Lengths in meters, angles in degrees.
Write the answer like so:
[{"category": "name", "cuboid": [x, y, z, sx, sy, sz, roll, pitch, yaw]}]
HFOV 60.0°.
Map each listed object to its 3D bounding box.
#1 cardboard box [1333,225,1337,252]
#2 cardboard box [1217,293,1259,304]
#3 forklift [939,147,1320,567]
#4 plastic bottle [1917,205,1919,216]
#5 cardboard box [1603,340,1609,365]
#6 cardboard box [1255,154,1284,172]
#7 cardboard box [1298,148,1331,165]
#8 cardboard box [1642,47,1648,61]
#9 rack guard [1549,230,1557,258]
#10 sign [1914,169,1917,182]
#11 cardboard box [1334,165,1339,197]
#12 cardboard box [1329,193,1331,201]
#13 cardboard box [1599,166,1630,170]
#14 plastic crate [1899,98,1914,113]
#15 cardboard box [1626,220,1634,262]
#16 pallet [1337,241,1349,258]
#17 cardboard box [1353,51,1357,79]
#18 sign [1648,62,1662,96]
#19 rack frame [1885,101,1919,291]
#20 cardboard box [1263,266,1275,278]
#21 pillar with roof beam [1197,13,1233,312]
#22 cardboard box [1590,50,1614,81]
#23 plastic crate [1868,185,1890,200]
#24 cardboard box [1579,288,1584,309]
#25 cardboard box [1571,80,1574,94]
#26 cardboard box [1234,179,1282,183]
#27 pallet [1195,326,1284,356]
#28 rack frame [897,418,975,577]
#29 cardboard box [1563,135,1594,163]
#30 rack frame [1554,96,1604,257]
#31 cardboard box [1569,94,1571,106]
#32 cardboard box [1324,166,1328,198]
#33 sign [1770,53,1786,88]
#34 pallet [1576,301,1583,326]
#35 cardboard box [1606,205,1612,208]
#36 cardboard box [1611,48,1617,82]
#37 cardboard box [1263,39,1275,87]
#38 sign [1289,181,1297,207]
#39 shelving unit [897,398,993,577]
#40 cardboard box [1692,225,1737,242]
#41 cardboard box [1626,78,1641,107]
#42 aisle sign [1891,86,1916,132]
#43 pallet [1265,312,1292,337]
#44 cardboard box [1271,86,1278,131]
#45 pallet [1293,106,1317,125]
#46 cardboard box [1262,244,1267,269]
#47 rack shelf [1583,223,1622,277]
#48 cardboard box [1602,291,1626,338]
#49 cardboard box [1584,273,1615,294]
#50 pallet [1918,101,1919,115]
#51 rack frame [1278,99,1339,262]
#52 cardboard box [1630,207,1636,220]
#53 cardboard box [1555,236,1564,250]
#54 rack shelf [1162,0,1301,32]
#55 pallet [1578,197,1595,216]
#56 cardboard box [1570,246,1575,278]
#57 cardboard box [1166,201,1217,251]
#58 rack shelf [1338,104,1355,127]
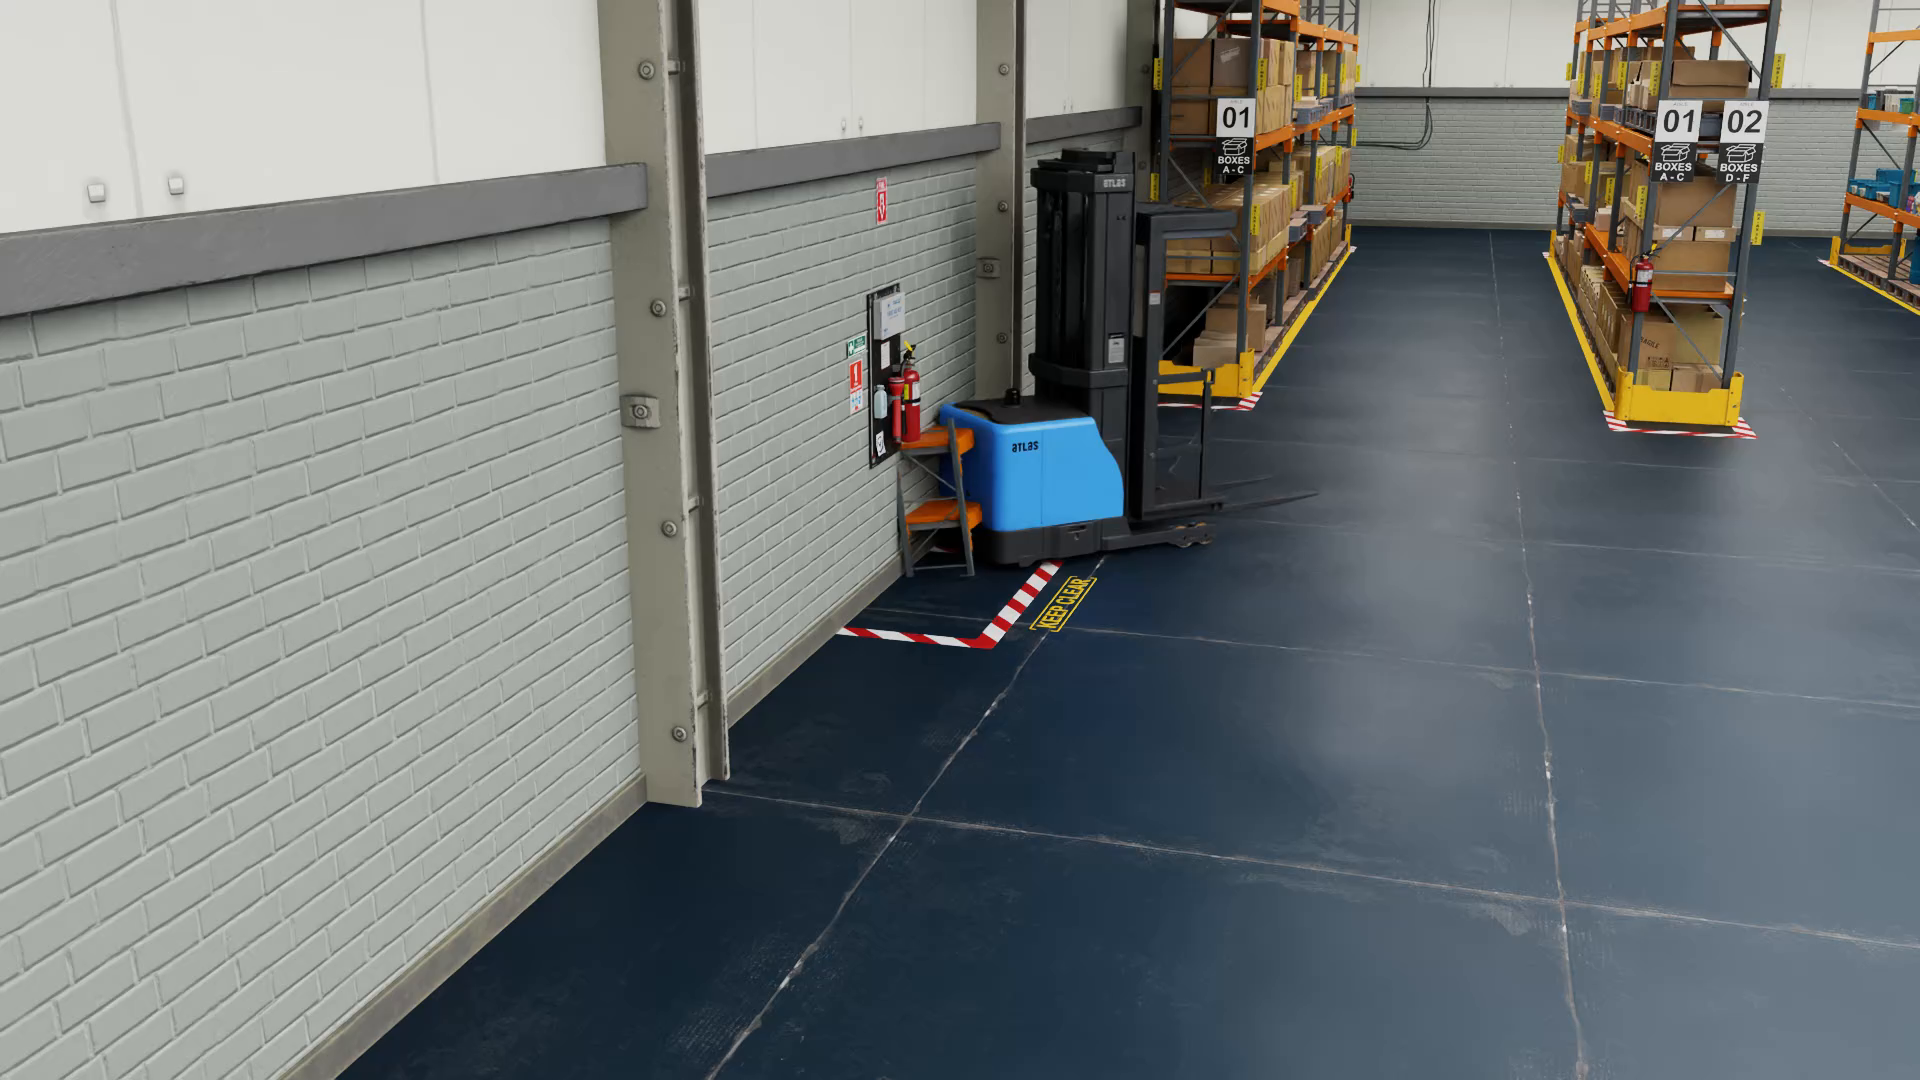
[{"category": "cardboard box", "cuboid": [6.672, -5.671, 31.136, 0.700, 0.500, 0.500, 5, 17, 17]}, {"category": "cardboard box", "cuboid": [3.537, -2.860, 21.189, 0.500, 0.500, 0.500, 3, 16, 12]}, {"category": "forklift", "cuboid": [1.388, -1.469, 12.639, 3.031, 2.935, 1.130, -8, 18, -25]}, {"category": "plastic bottle", "cuboid": [14.878, -5.113, 25.724, 0.097, 0.201, 0.097, 0, 16, 0]}, {"category": "cardboard box", "cuboid": [7.691, -2.131, 19.116, 0.500, 0.250, 0.500, 5, 16, 16]}, {"category": "cardboard box", "cuboid": [4.811, -5.872, 25.896, 0.500, 0.250, 0.500, 5, 17, 17]}, {"category": "cardboard box", "cuboid": [5.880, -6.371, 27.656, 0.500, 0.250, 0.500, 5, 17, 17]}, {"category": "cardboard box", "cuboid": [8.897, -5.985, 21.066, 0.500, 0.500, 0.500, 6, 17, 21]}, {"category": "rack guard", "cuboid": [11.933, -5.659, 31.865, 1.175, 0.500, 0.348, 5, 16, 16]}, {"category": "sign", "cuboid": [17.234, -6.536, 30.078, 0.100, 0.325, 0.005, 5, 16, 16]}, {"category": "cardboard box", "cuboid": [6.237, -6.503, 29.710, 0.980, 0.700, 0.700, 5, 17, 17]}, {"category": "cardboard box", "cuboid": [6.193, -5.929, 28.658, 0.380, 0.149, 0.250, 5, 17, 17]}, {"category": "cardboard box", "cuboid": [10.375, -5.618, 26.187, 0.700, 0.500, 0.500, 1, 16, 2]}, {"category": "plastic crate", "cuboid": [15.518, -7.075, 27.087, 0.416, 0.233, 0.300, 5, 16, 16]}, {"category": "cardboard box", "cuboid": [8.280, -3.535, 19.612, 0.700, 0.500, 0.500, 4, 16, 15]}, {"category": "pallet", "cuboid": [7.052, -5.708, 32.566, 1.003, 0.211, 1.213, 5, 16, 16]}, {"category": "cardboard box", "cuboid": [7.257, -9.034, 31.633, 0.500, 0.500, 0.500, 5, 16, 16]}, {"category": "sign", "cuboid": [6.891, -4.572, 16.478, 0.100, 0.325, 0.005, 5, 16, 16]}, {"category": "rack frame", "cuboid": [15.566, -5.450, 26.547, 1.000, 3.000, 0.127, 5, 16, 16]}, {"category": "cardboard box", "cuboid": [4.109, -3.804, 23.145, 0.500, 0.250, 0.500, 4, 16, 15]}, {"category": "pillar with roof beam", "cuboid": [7.859, -7.451, 22.607, 9.100, 9.000, 0.400, 5, 16, 16]}, {"category": "cardboard box", "cuboid": [10.919, -7.937, 27.804, 0.700, 0.500, 0.500, 5, 16, 16]}, {"category": "plastic crate", "cuboid": [15.857, -5.983, 28.622, 0.416, 0.233, 0.300, 5, 16, 16]}, {"category": "cardboard box", "cuboid": [9.109, -3.422, 23.666, 0.500, 0.250, 0.500, 4, 16, 14]}, {"category": "cardboard box", "cuboid": [11.410, -8.248, 30.275, 0.500, 0.250, 0.500, 5, 16, 16]}, {"category": "cardboard box", "cuboid": [4.137, -4.661, 22.776, 0.700, 0.500, 0.500, 6, 17, 22]}, {"category": "pallet", "cuboid": [3.637, -2.605, 21.627, 1.003, 0.211, 1.213, 5, 16, 16]}, {"category": "rack frame", "cuboid": [-0.211, -0.280, 11.739, 0.500, 1.125, 0.032, -4, 11, 18]}, {"category": "cardboard box", "cuboid": [11.575, -7.315, 31.107, 0.500, 0.500, 0.500, 5, 17, 18]}, {"category": "rack frame", "cuboid": [11.954, -6.882, 31.594, 1.000, 3.000, 0.127, 5, 16, 16]}, {"category": "cardboard box", "cuboid": [11.565, -8.138, 30.801, 0.500, 0.250, 0.500, 5, 16, 16]}, {"category": "cardboard box", "cuboid": [5.754, -5.883, 27.307, 0.500, 0.500, 0.500, 5, 17, 17]}, {"category": "sign", "cuboid": [7.938, -4.553, 16.139, 0.100, 0.325, 0.005, 5, 16, 16]}, {"category": "pallet", "cuboid": [9.410, -3.235, 23.847, 1.003, 0.211, 1.213, 5, 16, 16]}, {"category": "cardboard box", "cuboid": [9.536, -4.654, 23.903, 0.500, 0.311, 0.500, 6, 17, 19]}, {"category": "cardboard box", "cuboid": [10.101, -7.141, 24.997, 0.500, 0.500, 0.500, 5, 16, 16]}, {"category": "cardboard box", "cuboid": [3.190, -5.270, 18.362, 0.500, 0.500, 0.500, 4, 16, 15]}, {"category": "sign", "cuboid": [4.316, -4.502, 21.617, 0.100, 0.325, 0.005, 5, 16, 16]}, {"category": "shelving unit", "cuboid": [-0.066, -0.391, 12.214, 0.538, 1.125, 1.048, -4, 11, 18]}, {"category": "cardboard box", "cuboid": [7.725, -3.142, 17.037, 0.380, 0.149, 0.250, 5, 16, 15]}, {"category": "cardboard box", "cuboid": [7.995, -5.159, 19.161, 0.500, 0.311, 0.500, 4, 16, 13]}, {"category": "aisle sign", "cuboid": [17.004, -7.743, 29.868, 0.394, 0.787, 0.004, 5, 16, 16]}, {"category": "pallet", "cuboid": [4.014, -2.987, 22.975, 1.003, 0.211, 1.213, 5, 16, 16]}, {"category": "cardboard box", "cuboid": [3.322, -4.921, 18.967, 0.500, 0.500, 0.500, 5, 17, 18]}, {"category": "pallet", "cuboid": [4.071, -5.631, 22.033, 1.213, 0.211, 1.003, 5, 16, 16]}, {"category": "cardboard box", "cuboid": [3.234, -3.256, 19.050, 0.500, 0.250, 0.500, 4, 16, 14]}, {"category": "rack shelf", "cuboid": [9.113, -3.919, 22.468, 1.077, 0.370, 4.000, 5, 16, 16]}, {"category": "cardboard box", "cuboid": [7.828, -2.623, 19.476, 0.500, 0.500, 0.500, 5, 16, 16]}, {"category": "cardboard box", "cuboid": [8.962, -3.552, 23.097, 0.500, 0.311, 0.500, 4, 16, 14]}, {"category": "pallet", "cuboid": [15.437, -6.589, 25.413, 1.213, 0.211, 1.003, 5, 16, 16]}, {"category": "rack frame", "cuboid": [6.067, -6.218, 29.255, 1.000, 3.000, 0.127, 5, 16, 16]}, {"category": "cardboard box", "cuboid": [7.993, -3.780, 19.286, 0.380, 0.149, 0.250, 4, 16, 14]}, {"category": "cardboard box", "cuboid": [11.386, -5.519, 31.024, 0.500, 0.250, 0.500, 5, 16, 16]}, {"category": "rack shelf", "cuboid": [3.225, -6.140, 19.311, 1.077, 0.370, 4.000, 5, 16, 16]}, {"category": "pallet", "cuboid": [10.229, -5.205, 26.036, 1.003, 0.211, 1.213, 5, 16, 16]}, {"category": "cardboard box", "cuboid": [10.156, -4.466, 26.852, 0.500, 0.500, 0.500, 5, 17, 17]}, {"category": "cardboard box", "cuboid": [2.587, -3.517, 18.595, 0.500, 0.500, 0.500, 4, 16, 15]}, {"category": "rack shelf", "cuboid": [6.636, -7.838, 30.789, 1.077, 0.370, 4.000, 5, 16, 16]}]
